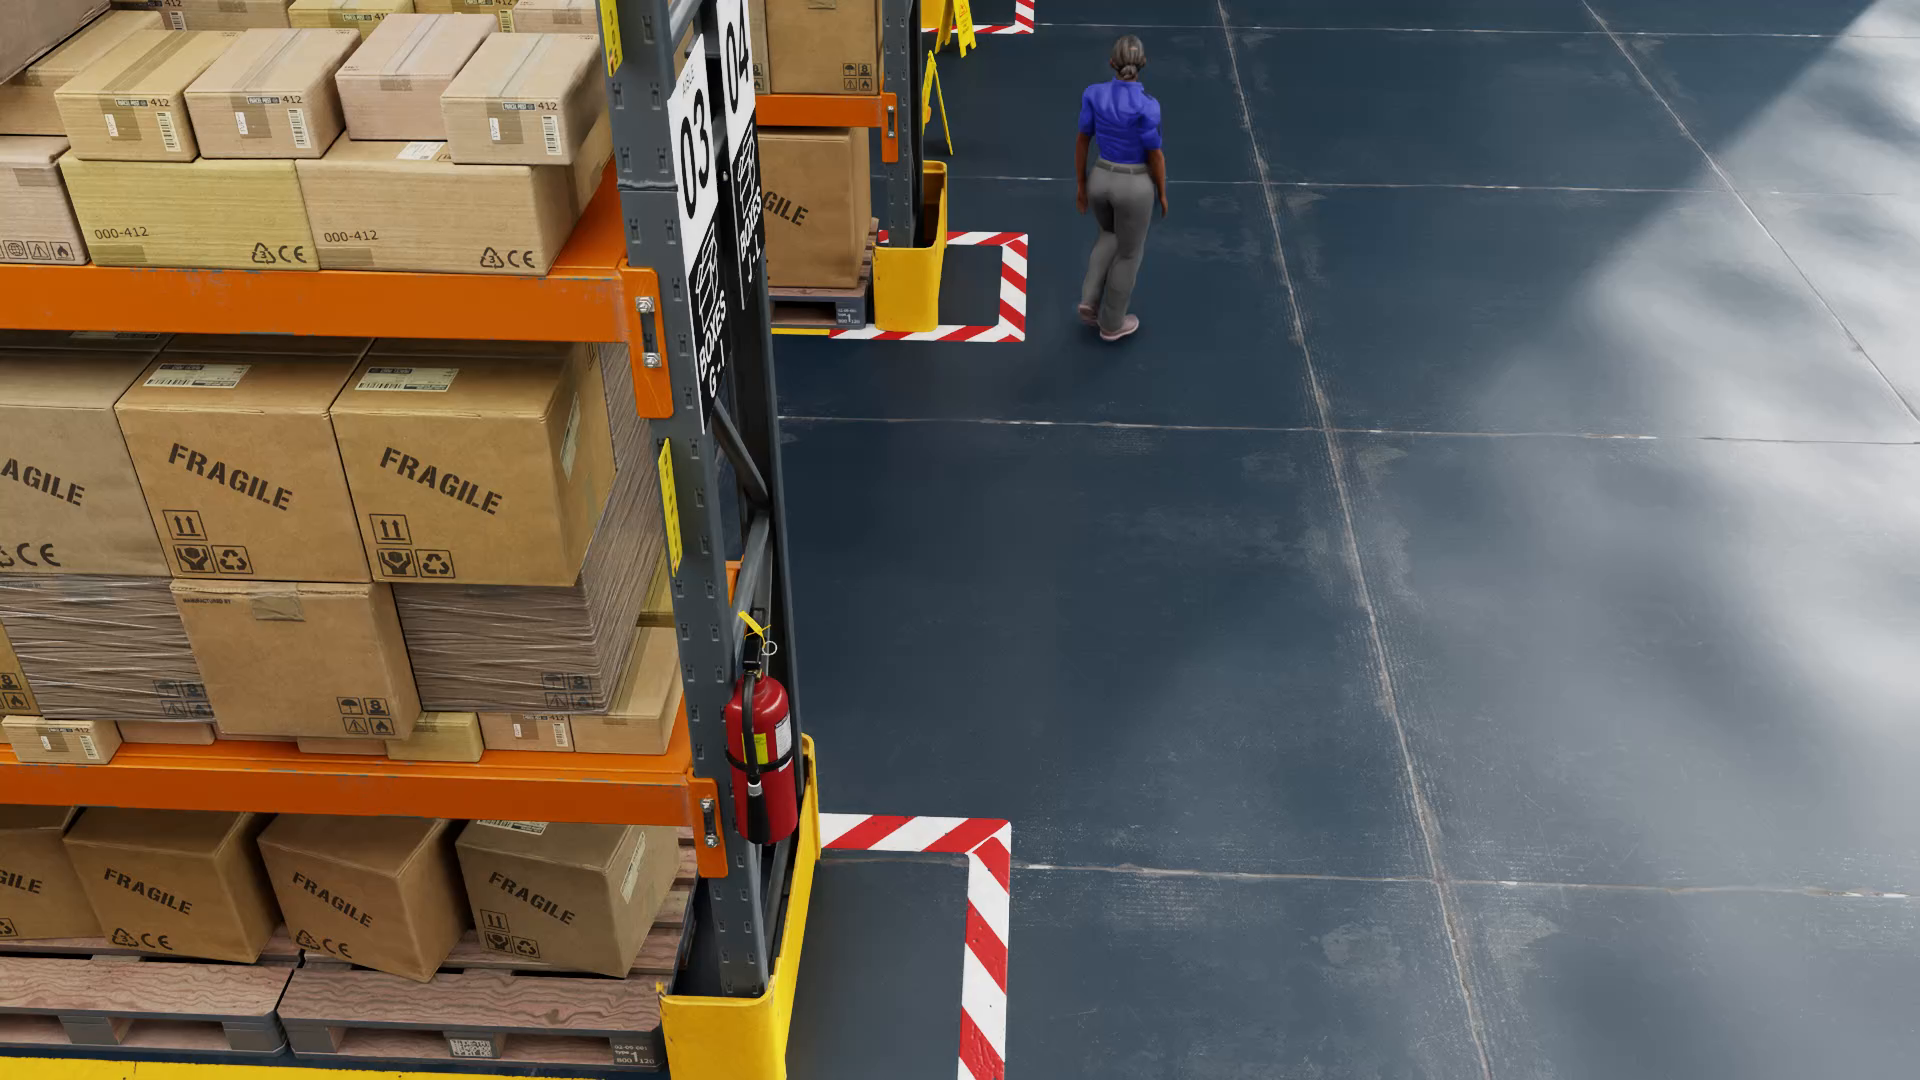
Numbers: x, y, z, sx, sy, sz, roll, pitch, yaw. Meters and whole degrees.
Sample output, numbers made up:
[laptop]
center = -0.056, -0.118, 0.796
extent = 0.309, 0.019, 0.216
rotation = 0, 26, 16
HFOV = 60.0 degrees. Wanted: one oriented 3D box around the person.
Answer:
[person]
center = 0.854, -1.812, 8.637
extent = 0.454, 1.691, 0.399
rotation = 25, 43, 30
